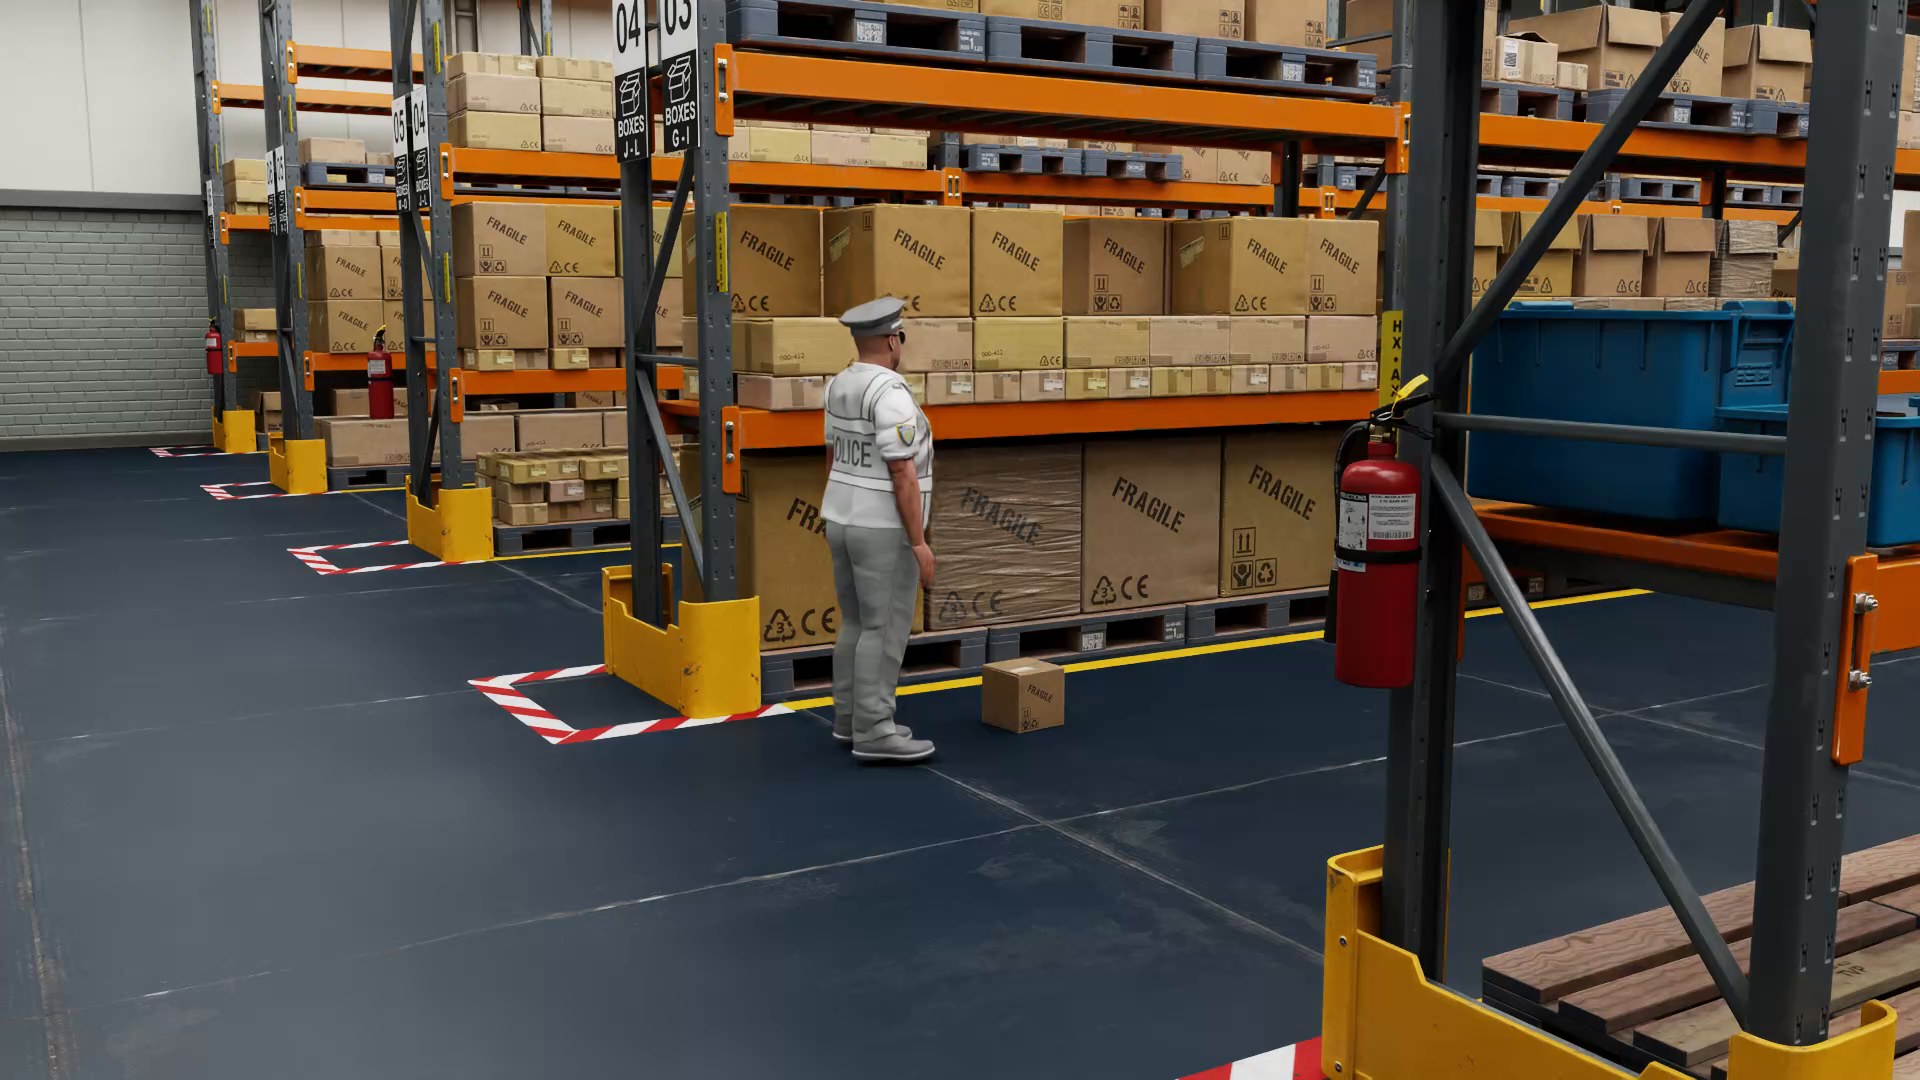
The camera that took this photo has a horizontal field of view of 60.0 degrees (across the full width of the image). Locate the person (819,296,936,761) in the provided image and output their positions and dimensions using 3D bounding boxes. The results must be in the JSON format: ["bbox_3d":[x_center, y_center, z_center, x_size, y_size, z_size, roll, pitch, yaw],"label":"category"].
[{"bbox_3d":[-0.303,-0.042,6.400,0.411,1.775,0.583,-5,9,-31],"label":"person"}]
